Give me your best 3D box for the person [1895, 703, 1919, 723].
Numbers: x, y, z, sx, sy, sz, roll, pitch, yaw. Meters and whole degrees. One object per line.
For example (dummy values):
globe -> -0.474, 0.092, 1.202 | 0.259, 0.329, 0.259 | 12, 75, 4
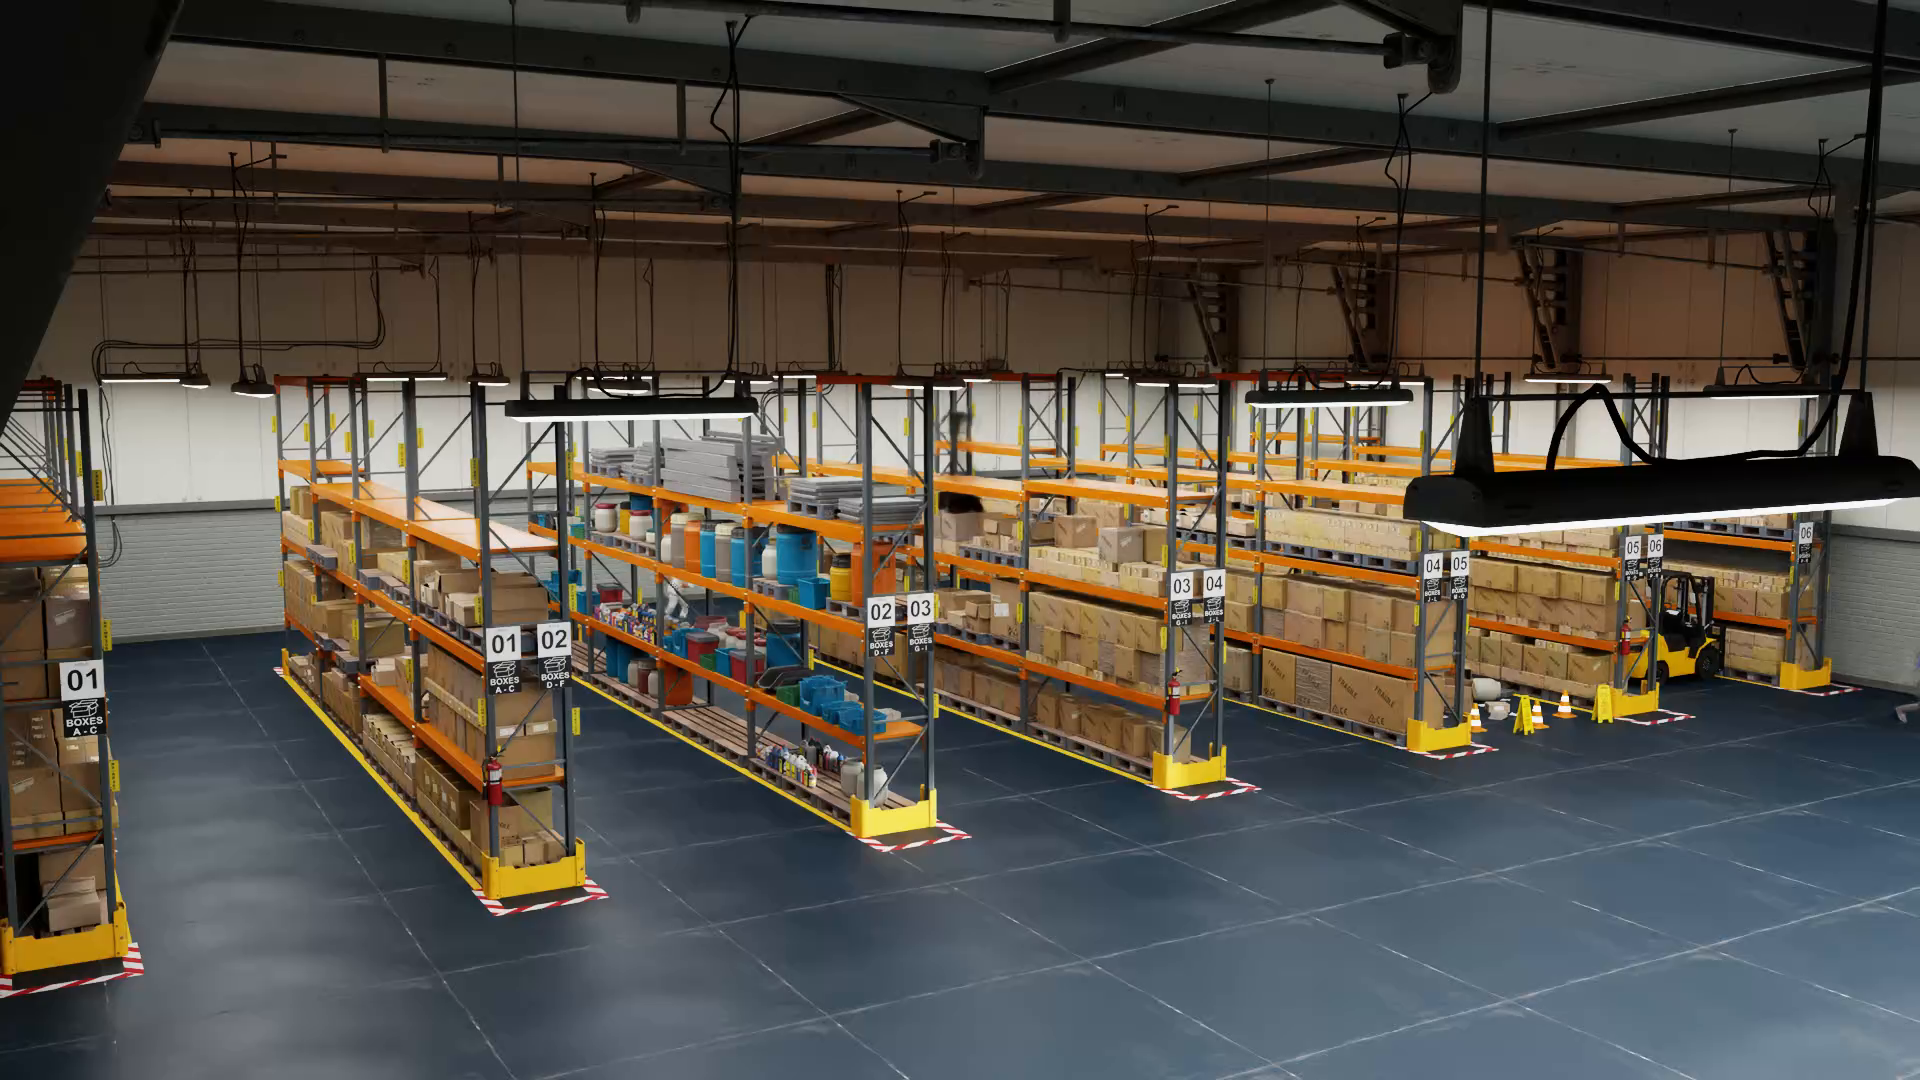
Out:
person -> 16.375, 2.493, 28.149 | 0.909, 1.614, 0.587 | 5, 8, 40

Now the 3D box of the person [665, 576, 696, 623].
person -> -6.595, 1.327, 38.381 | 1.028, 1.723, 0.707 | -3, 7, -25
